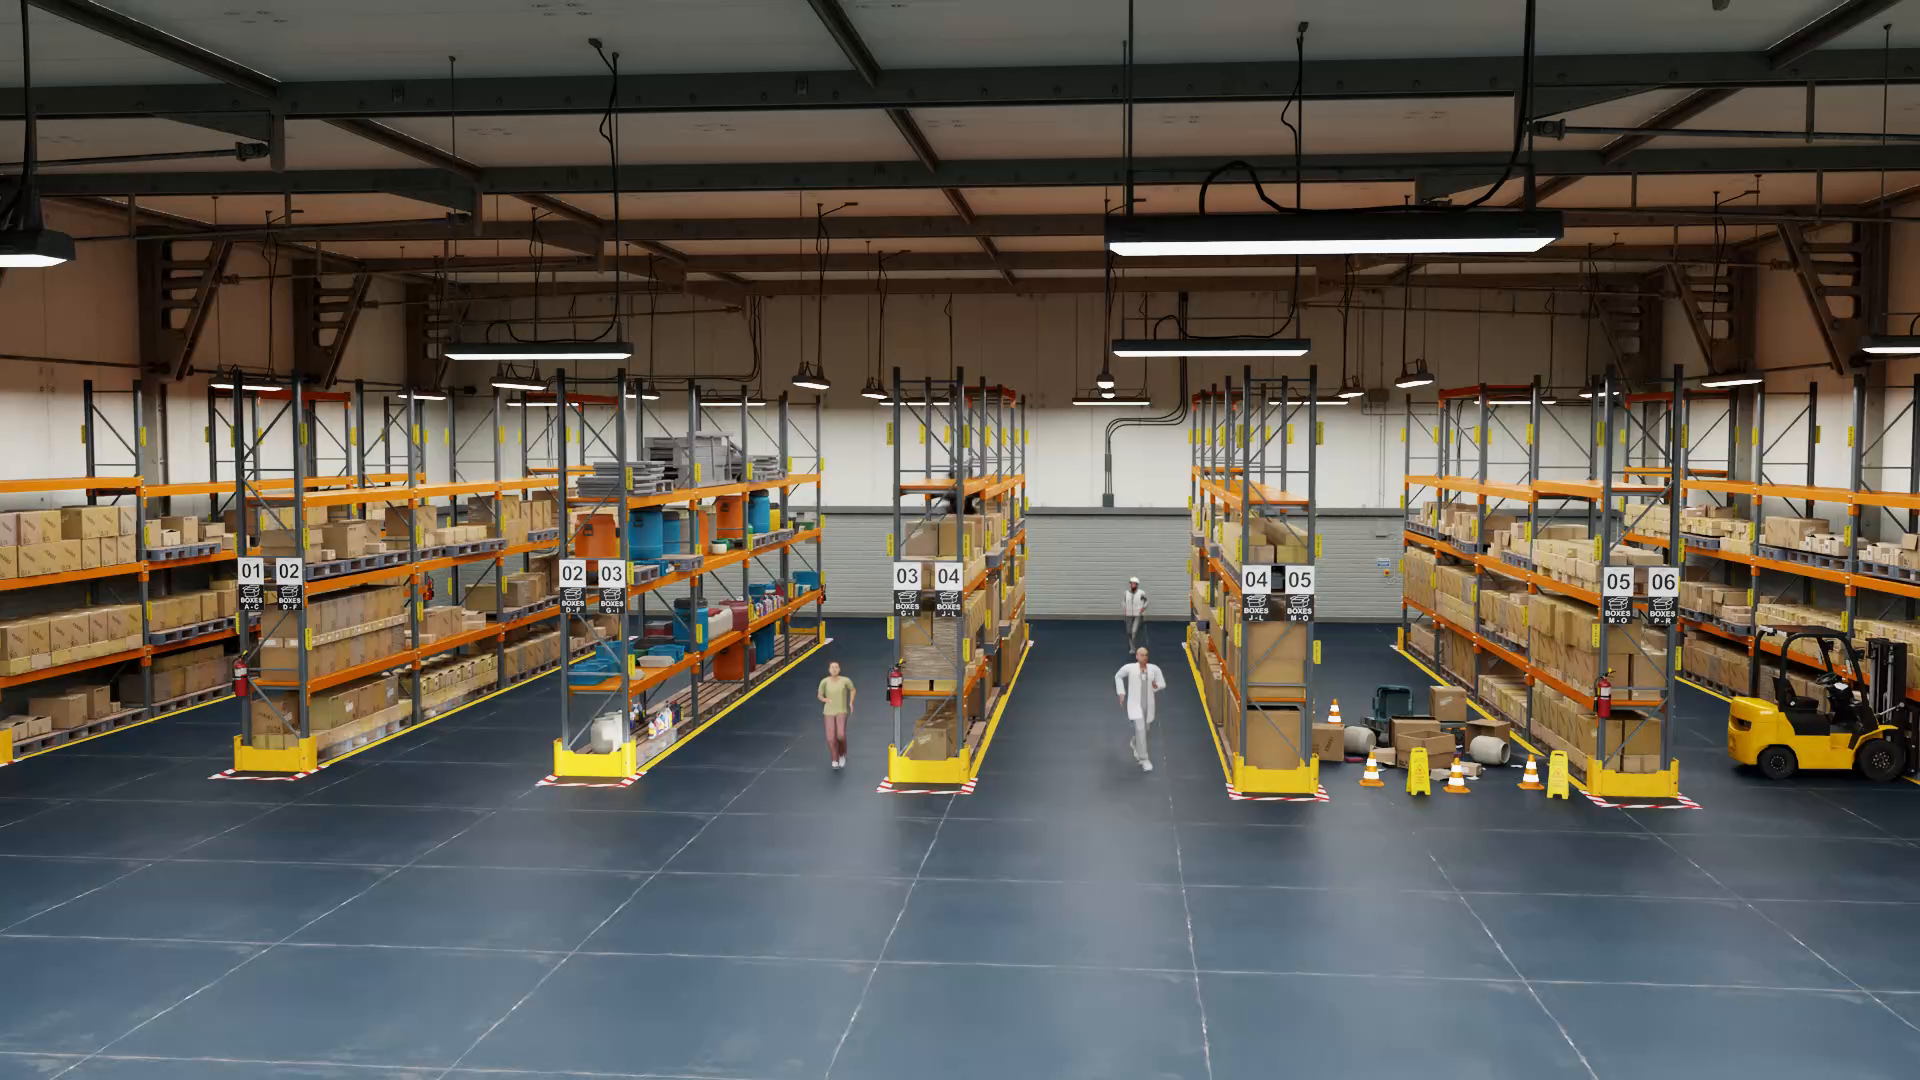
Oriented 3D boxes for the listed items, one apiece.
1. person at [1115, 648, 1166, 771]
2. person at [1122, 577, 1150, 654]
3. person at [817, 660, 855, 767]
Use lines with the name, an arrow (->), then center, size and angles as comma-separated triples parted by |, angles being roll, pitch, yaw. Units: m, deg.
person -> 2.747, 2.514, 25.205 | 0.691, 1.789, 1.046 | -1, 4, -14
person -> 4.088, 1.741, 38.701 | 0.672, 1.759, 0.731 | 1, 4, 21
person -> -1.863, 2.616, 24.960 | 0.556, 1.635, 0.616 | 0, 4, 0
